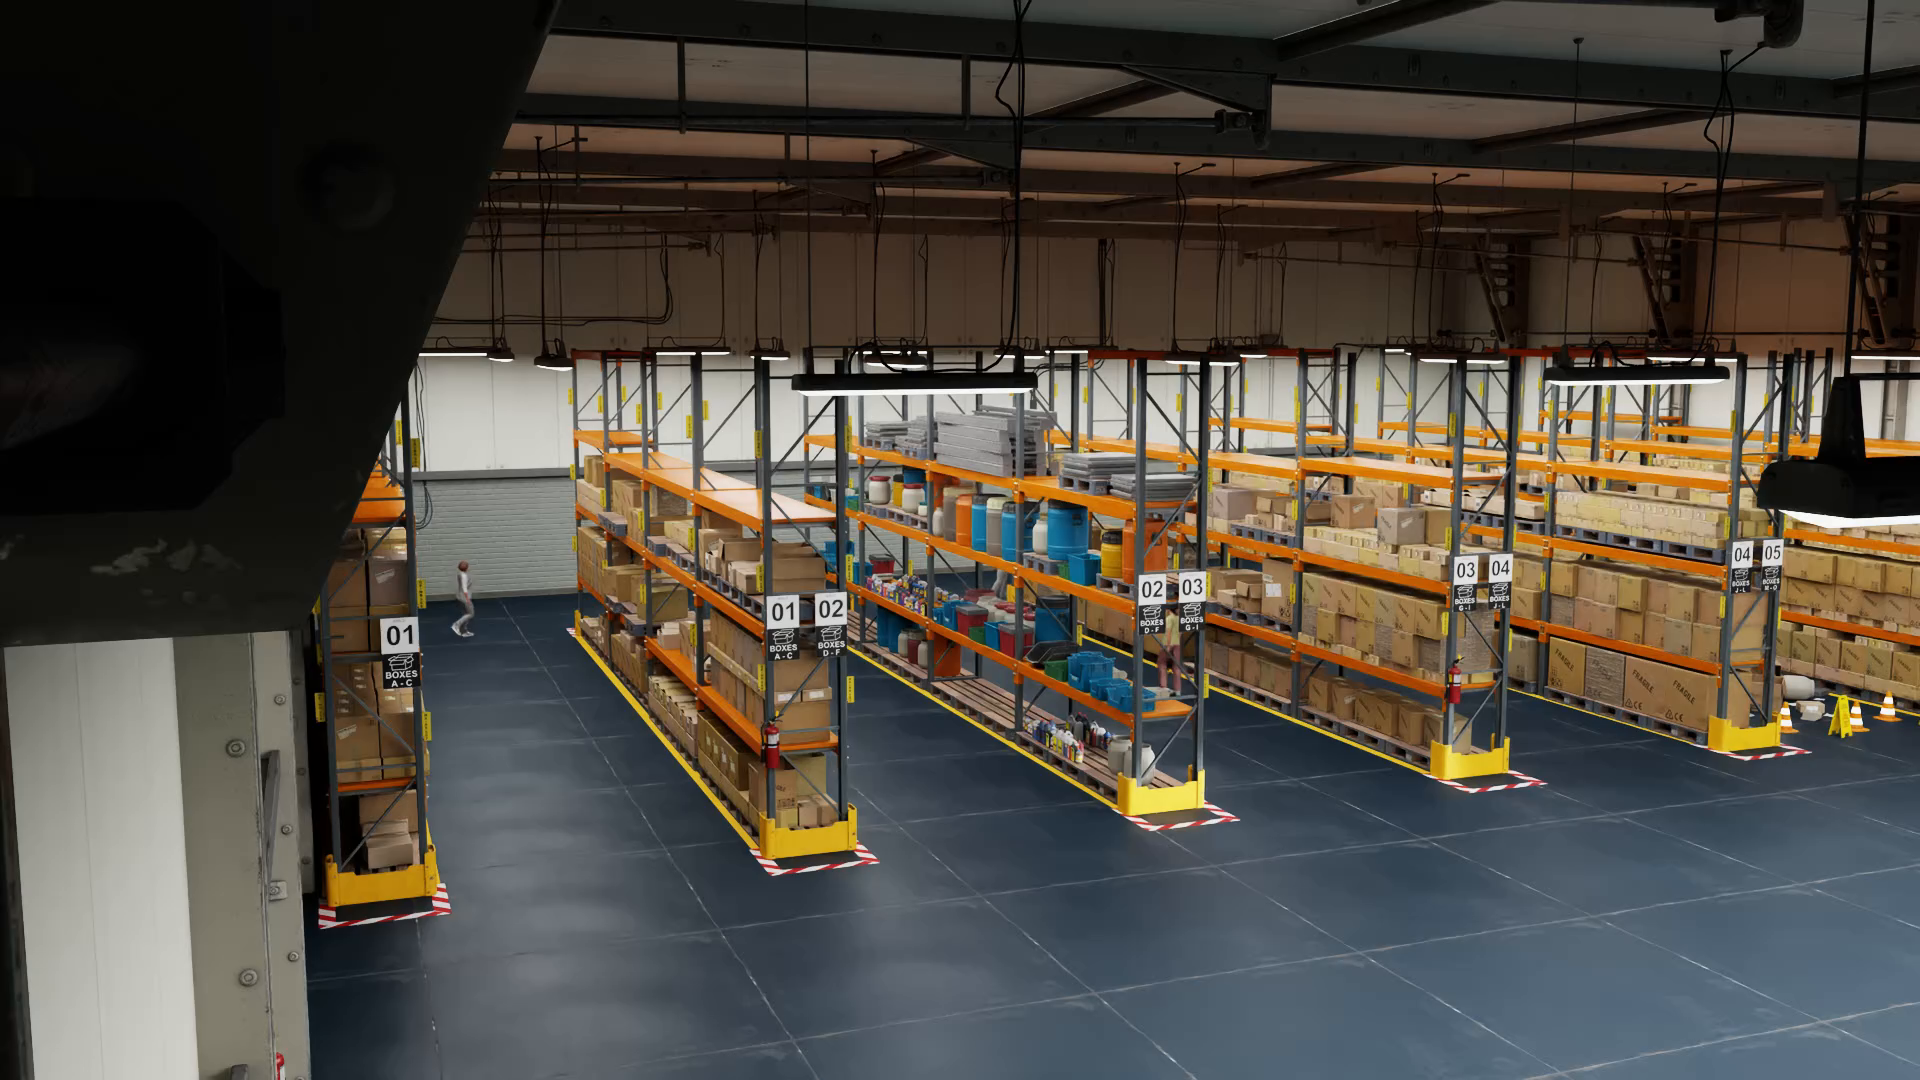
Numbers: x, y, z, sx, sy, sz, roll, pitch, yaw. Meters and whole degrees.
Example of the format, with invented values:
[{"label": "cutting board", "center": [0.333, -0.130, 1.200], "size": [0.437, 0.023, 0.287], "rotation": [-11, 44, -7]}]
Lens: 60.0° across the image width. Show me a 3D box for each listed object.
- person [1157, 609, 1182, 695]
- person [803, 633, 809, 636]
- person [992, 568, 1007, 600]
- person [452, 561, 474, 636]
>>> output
[{"label": "person", "center": [3.725, 1.911, 29.174], "size": [0.459, 1.714, 0.595], "rotation": [-3, 8, -25]}, {"label": "person", "center": [-2.533, 2.179, 27.099], "size": [0.433, 1.546, 0.968], "rotation": [-4, 8, -31]}, {"label": "person", "center": [0.953, 0.588, 39.600], "size": [0.675, 1.651, 0.556], "rotation": [-2, 7, -16]}, {"label": "person", "center": [-10.350, 1.242, 34.538], "size": [0.525, 1.579, 0.436], "rotation": [-7, 10, -43]}]
